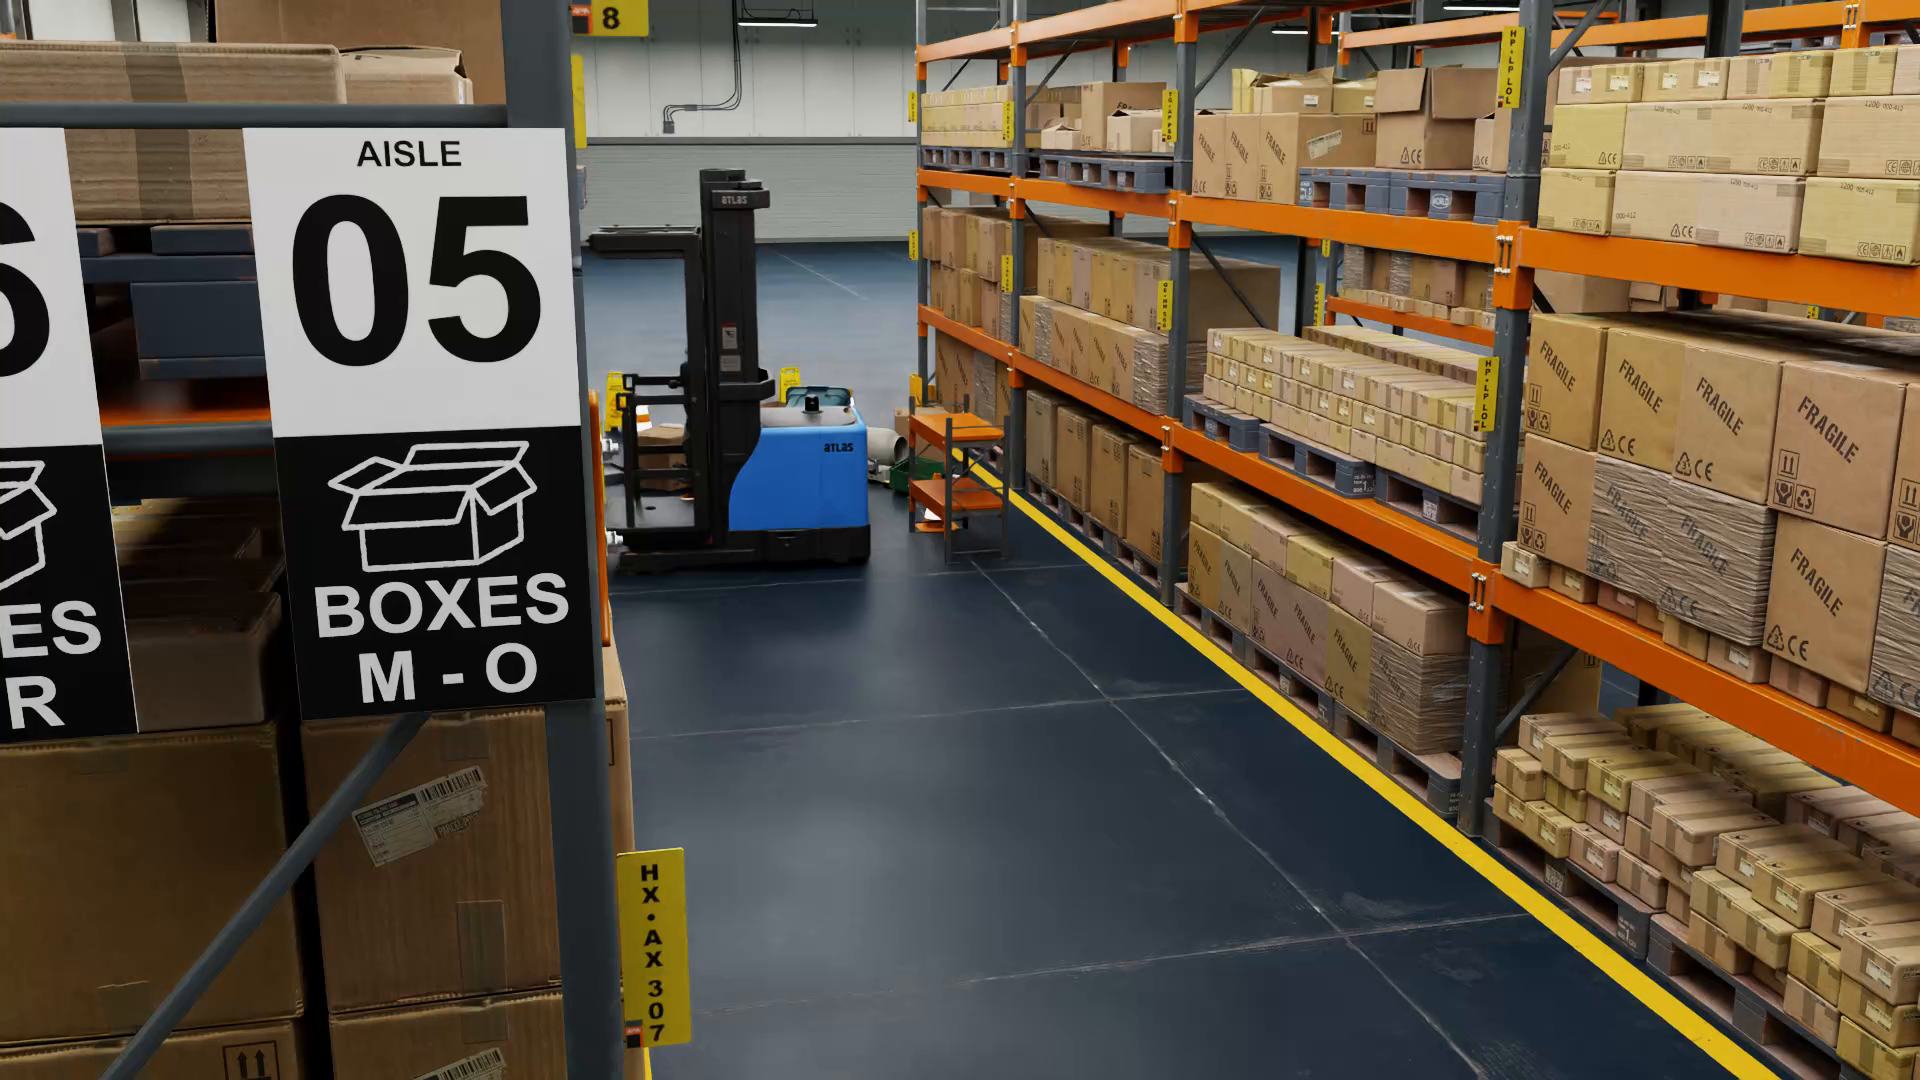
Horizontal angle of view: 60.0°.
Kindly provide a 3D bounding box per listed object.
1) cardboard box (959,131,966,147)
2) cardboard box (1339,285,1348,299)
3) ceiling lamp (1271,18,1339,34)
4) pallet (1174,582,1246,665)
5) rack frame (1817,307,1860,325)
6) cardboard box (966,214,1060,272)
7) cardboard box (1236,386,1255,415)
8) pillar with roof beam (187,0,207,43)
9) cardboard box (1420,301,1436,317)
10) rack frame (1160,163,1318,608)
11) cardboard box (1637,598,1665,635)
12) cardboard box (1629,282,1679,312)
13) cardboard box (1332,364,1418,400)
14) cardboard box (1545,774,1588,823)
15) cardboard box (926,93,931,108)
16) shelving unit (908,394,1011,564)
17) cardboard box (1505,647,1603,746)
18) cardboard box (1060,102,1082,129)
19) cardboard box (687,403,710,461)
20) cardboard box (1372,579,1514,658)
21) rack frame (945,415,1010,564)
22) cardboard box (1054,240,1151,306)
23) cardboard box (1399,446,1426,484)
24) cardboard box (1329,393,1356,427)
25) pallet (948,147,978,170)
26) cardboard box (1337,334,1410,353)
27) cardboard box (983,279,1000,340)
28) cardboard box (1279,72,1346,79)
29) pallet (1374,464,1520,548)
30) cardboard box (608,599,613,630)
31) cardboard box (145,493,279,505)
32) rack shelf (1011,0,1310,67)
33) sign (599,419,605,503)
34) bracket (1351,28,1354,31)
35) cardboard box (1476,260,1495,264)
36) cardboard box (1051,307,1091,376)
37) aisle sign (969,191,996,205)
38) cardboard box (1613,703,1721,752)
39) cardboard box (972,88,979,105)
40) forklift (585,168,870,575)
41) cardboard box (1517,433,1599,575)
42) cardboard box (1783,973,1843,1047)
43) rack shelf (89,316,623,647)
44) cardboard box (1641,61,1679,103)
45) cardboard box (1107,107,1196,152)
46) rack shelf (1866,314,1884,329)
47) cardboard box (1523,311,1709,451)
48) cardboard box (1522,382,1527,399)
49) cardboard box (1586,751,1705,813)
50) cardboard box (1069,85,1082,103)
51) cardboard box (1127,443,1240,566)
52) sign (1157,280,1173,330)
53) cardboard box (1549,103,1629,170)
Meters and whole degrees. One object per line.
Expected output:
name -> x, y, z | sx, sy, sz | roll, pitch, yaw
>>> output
cardboard box -> 0.205, -3.957, 16.418 | 0.380, 0.149, 0.250 | -3, 14, -13
cardboard box -> 4.702, -2.926, 19.614 | 0.380, 0.149, 0.250 | -3, 14, -13
ceiling lamp -> 9.356, -15.345, 44.977 | 2.000, 3.185, 0.800 | -3, 14, -13
pallet -> 2.082, 0.506, 10.910 | 1.003, 0.211, 1.213 | -3, 14, -13
rack frame -> 6.745, -1.282, 12.353 | 1.000, 3.000, 0.127 | -3, 14, -13
cardboard box -> 0.540, -3.010, 16.837 | 0.875, 0.550, 0.500 | -3, 14, -13
cardboard box -> 1.936, -0.872, 10.321 | 0.380, 0.149, 0.250 | -3, 14, -10
pillar with roof beam -> -10.346, -9.393, 32.914 | 9.100, 9.000, 0.400 | -3, 14, -13
cardboard box -> 5.132, -2.463, 17.716 | 0.380, 0.149, 0.250 | -3, 14, -13
rack frame -> 1.900, -1.029, 11.317 | 1.000, 3.000, 0.127 | -3, 14, -13
cardboard box -> 2.893, 0.277, 6.503 | 0.380, 0.149, 0.250 | -4, 14, -16
cardboard box -> 6.303, -2.064, 14.452 | 0.797, 0.503, 0.637 | -2, 14, -7
cardboard box -> 2.250, -0.859, 9.015 | 0.380, 0.149, 0.250 | -4, 14, -16
cardboard box -> 2.761, 1.085, 7.160 | 0.380, 0.149, 0.250 | -3, 14, -13
cardboard box -> -0.152, -4.697, 17.764 | 0.380, 0.149, 0.250 | -3, 14, -13
shelving unit -> -0.019, -0.502, 13.077 | 0.538, 1.125, 1.048 | -4, 15, -17
cardboard box -> 2.924, 0.719, 8.545 | 0.500, 0.500, 0.500 | -3, 14, -11
cardboard box -> 1.118, -3.861, 15.185 | 0.500, 0.250, 0.500 | -3, 14, -13
cardboard box -> -2.104, -0.912, 14.511 | 0.500, 0.500, 0.500 | -3, 14, -13
cardboard box -> 2.419, 0.382, 8.344 | 0.500, 0.250, 0.500 | -4, 14, -15
rack frame -> 0.132, -0.381, 12.607 | 0.500, 1.125, 0.032 | -4, 15, -17
cardboard box -> 1.206, -2.253, 14.011 | 0.700, 0.500, 0.500 | -4, 14, -14
cardboard box -> 2.436, -0.386, 8.331 | 0.380, 0.149, 0.250 | -3, 14, -13
cardboard box -> 2.241, -0.717, 9.059 | 0.380, 0.149, 0.250 | -3, 14, -13
pallet -> 0.496, -3.836, 16.673 | 1.003, 0.211, 1.213 | -3, 14, -13
cardboard box -> 2.579, -1.194, 10.383 | 0.380, 0.149, 0.250 | -3, 14, -11
cardboard box -> 0.712, -2.234, 15.936 | 0.875, 0.550, 0.550 | -3, 14, -13
cardboard box -> 2.248, -2.827, 10.536 | 0.396, 0.266, 0.258 | -3, 14, -13
pallet -> 2.802, -0.197, 8.318 | 1.003, 0.211, 1.213 | -3, 14, -13
cardboard box -> -0.973, 0.336, 3.412 | 0.500, 0.500, 0.500 | -4, 14, -15
cardboard box -> -1.525, -0.042, 3.593 | 0.380, 0.149, 0.250 | -3, 14, -14
rack shelf -> 1.431, -3.861, 12.627 | 1.077, 0.370, 4.000 | -3, 14, -13
sign -> -1.409, -0.297, 6.331 | 0.100, 0.325, 0.005 | -3, 14, -13
bracket -> 12.271, -16.049, 52.571 | 0.235, 0.232, 0.430 | -3, 14, -13
cardboard box -> 5.433, -2.972, 16.327 | 0.500, 0.500, 0.500 | -3, 14, -13
cardboard box -> 1.057, -1.632, 13.575 | 0.500, 0.500, 0.500 | -3, 14, -13
aisle sign -> 0.296, -4.170, 18.698 | 0.394, 0.787, 0.004 | -3, 14, -13
cardboard box -> 3.176, 0.854, 7.481 | 0.380, 0.149, 0.250 | -3, 14, -12
cardboard box -> 0.326, -4.227, 15.841 | 0.380, 0.149, 0.250 | -3, 14, -13
forklift -> -2.244, -1.297, 12.559 | 3.031, 2.935, 1.130 | -2, 14, -8
cardboard box -> 2.711, -0.171, 6.968 | 0.500, 0.500, 0.500 | -4, 14, -14
cardboard box -> 3.080, 1.593, 5.709 | 0.380, 0.149, 0.250 | -3, 14, -12
rack shelf -> -1.478, -0.453, 4.156 | 1.077, 0.370, 4.000 | -3, 14, -13
cardboard box -> 2.818, -1.727, 6.277 | 0.380, 0.149, 0.250 | -3, 14, -14
cardboard box -> 1.363, -2.919, 11.829 | 0.500, 0.311, 0.500 | -3, 14, -13
rack shelf -> 10.151, -2.593, 19.234 | 1.077, 0.370, 4.000 | -3, 14, -13
cardboard box -> 2.709, -0.667, 6.893 | 0.500, 0.500, 0.500 | -3, 14, -12
cardboard box -> 3.065, -0.717, 8.431 | 0.380, 0.149, 0.250 | -3, 14, -13
cardboard box -> 2.834, 0.999, 6.884 | 0.380, 0.149, 0.250 | -3, 14, -14
cardboard box -> 1.206, -4.029, 15.033 | 0.380, 0.149, 0.250 | -3, 14, -13
cardboard box -> 1.845, -0.285, 12.130 | 1.050, 0.750, 0.750 | -3, 14, -14
sign -> 1.362, -1.559, 11.050 | 0.100, 0.325, 0.005 | -3, 14, -13
cardboard box -> 2.720, -1.609, 6.633 | 0.500, 0.250, 0.500 | -3, 14, -11
